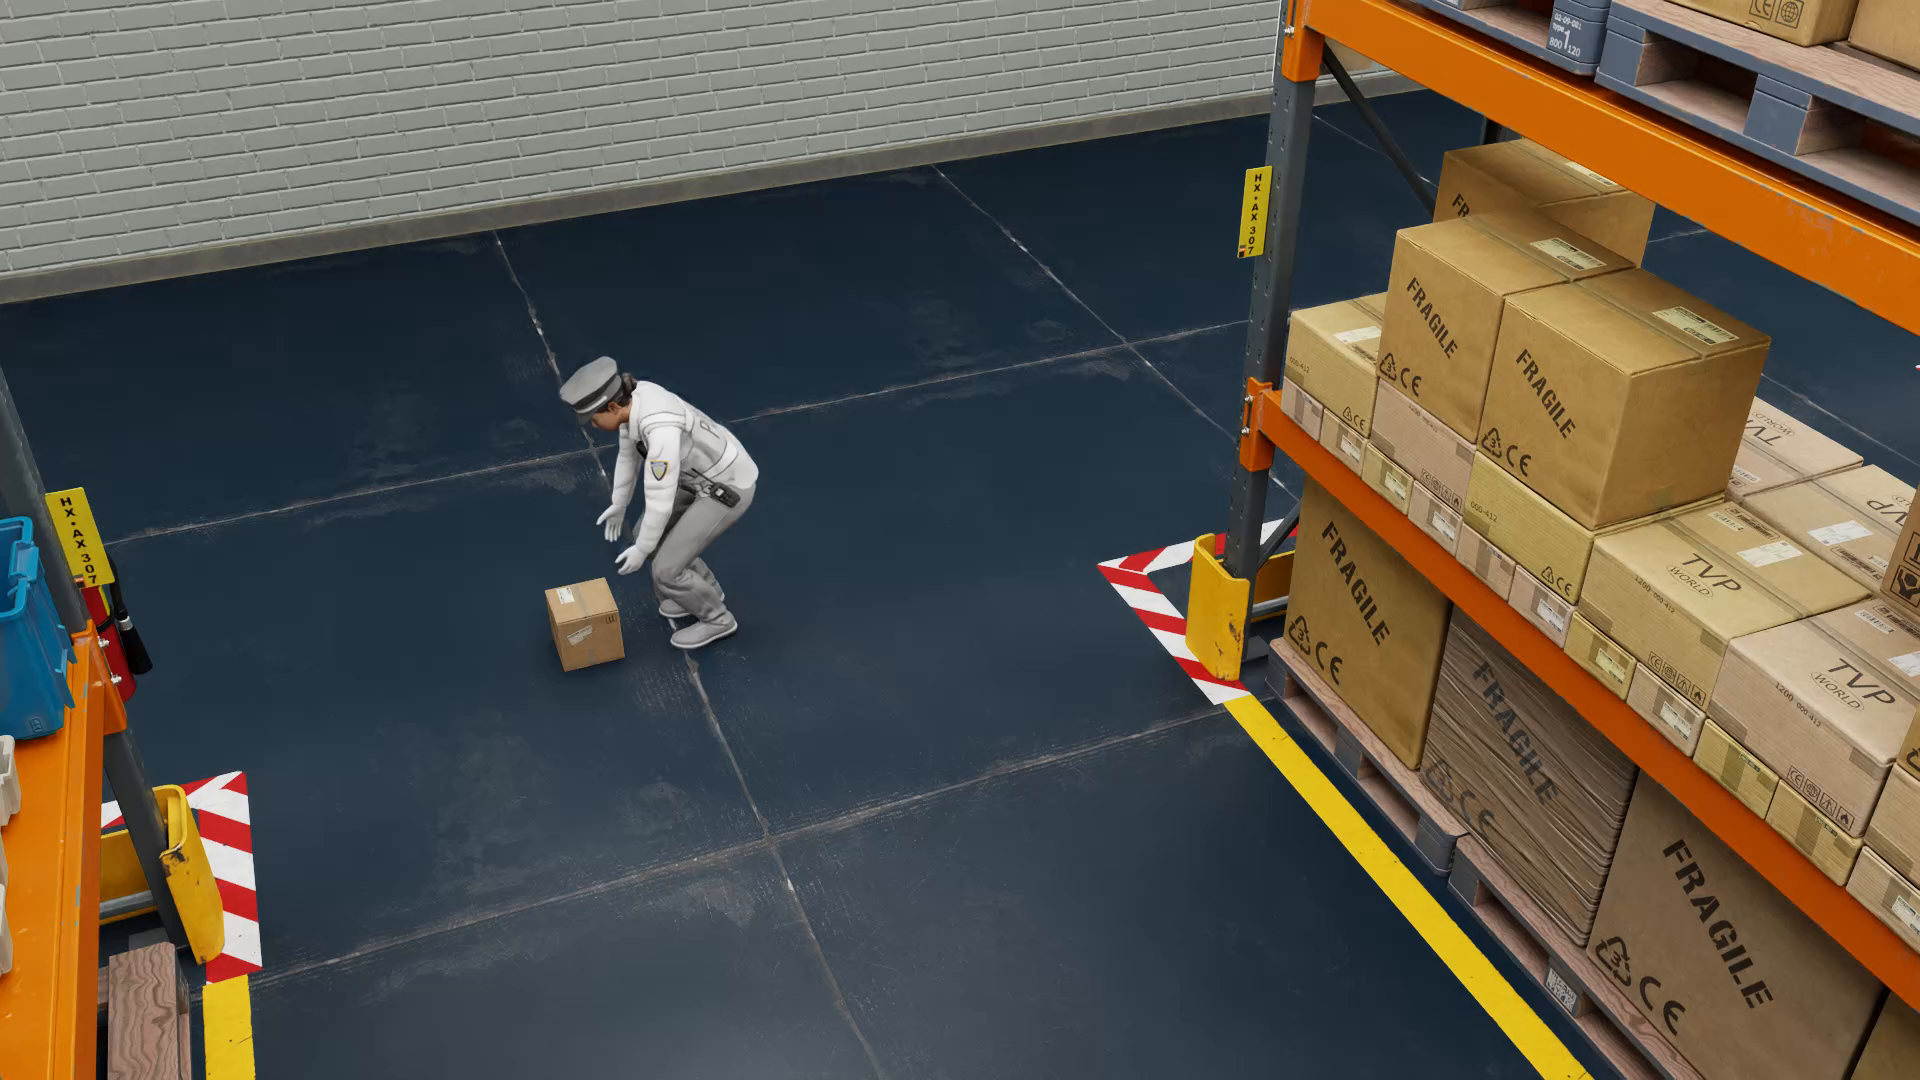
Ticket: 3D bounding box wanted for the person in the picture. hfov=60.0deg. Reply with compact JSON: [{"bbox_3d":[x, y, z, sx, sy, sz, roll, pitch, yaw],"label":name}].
[{"bbox_3d":[-1.172,-0.160,6.698,0.739,1.320,0.534,-13,36,-19],"label":"person"}]
